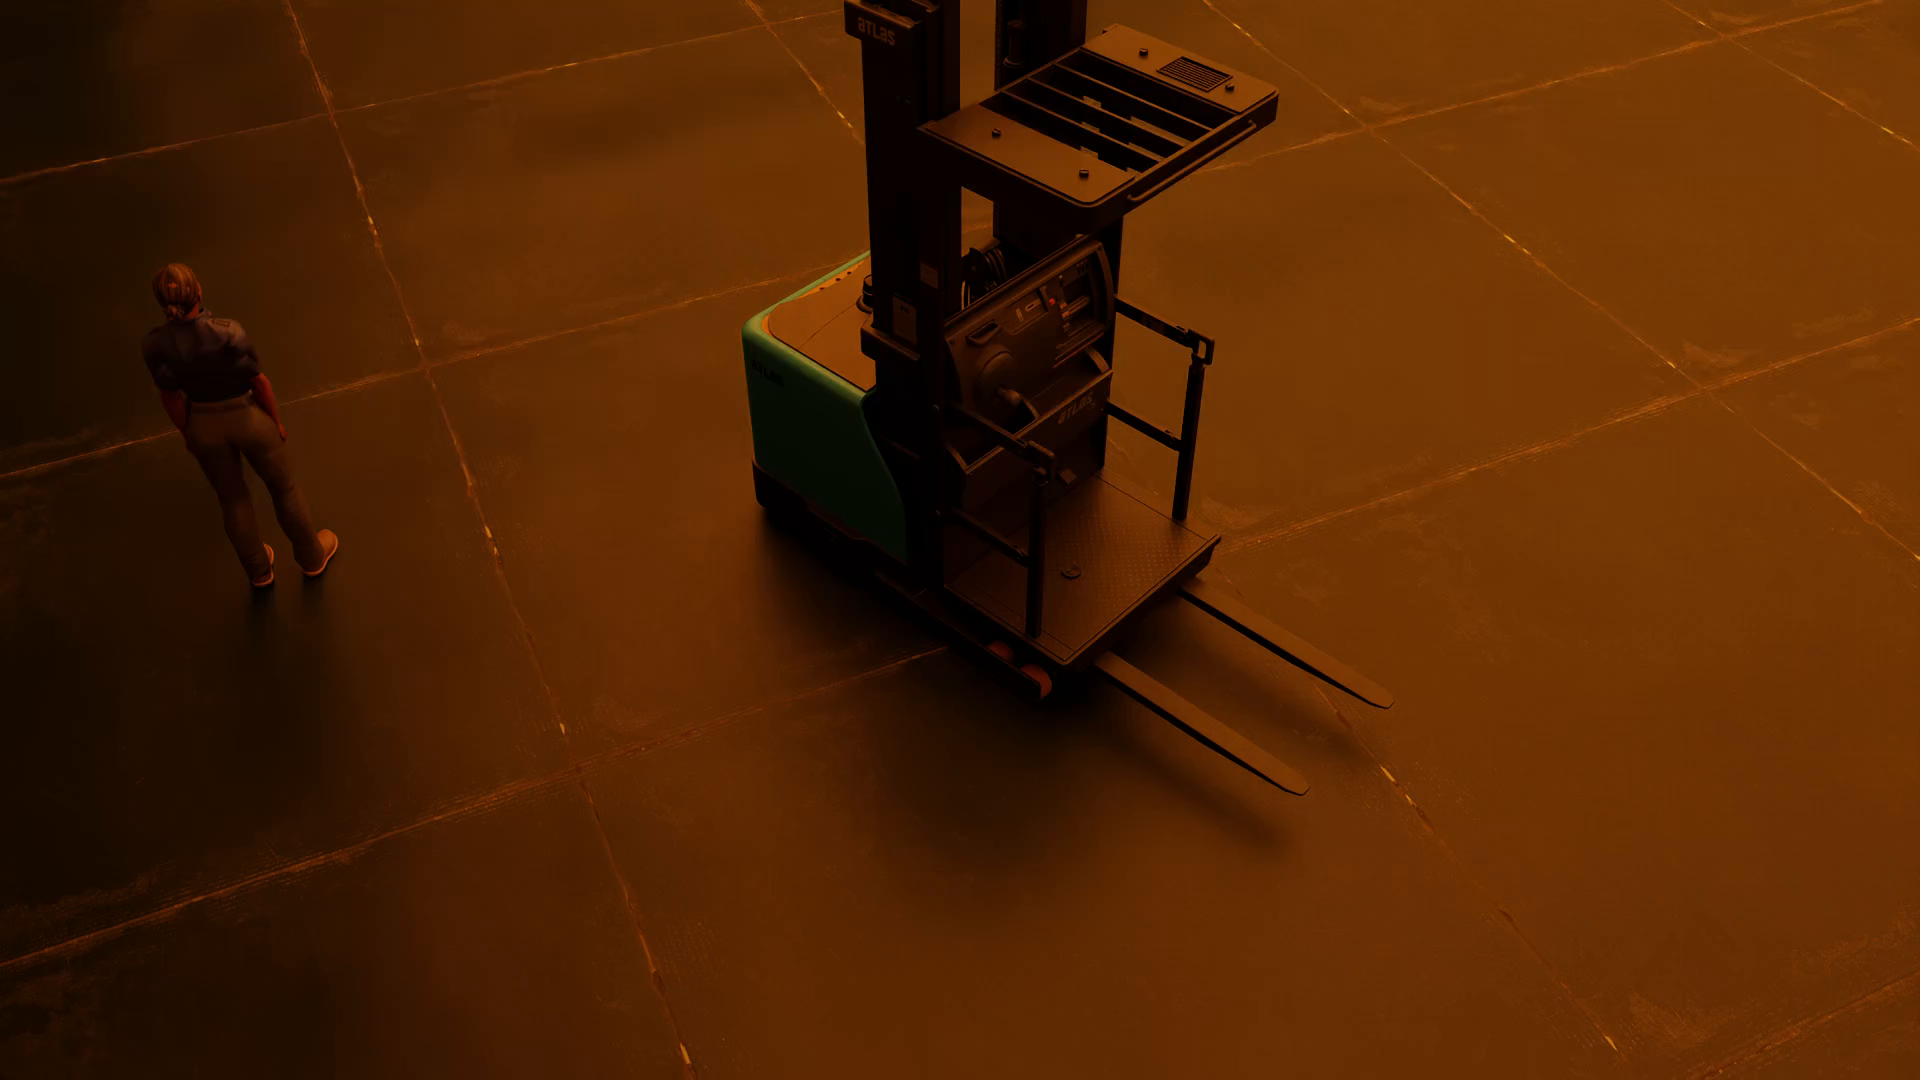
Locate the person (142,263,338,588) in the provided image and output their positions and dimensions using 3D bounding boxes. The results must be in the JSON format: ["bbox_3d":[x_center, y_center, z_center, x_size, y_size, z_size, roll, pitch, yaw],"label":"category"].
[{"bbox_3d":[-3.115,-0.490,7.141,0.447,1.661,0.328,-9,44,-10],"label":"person"}]

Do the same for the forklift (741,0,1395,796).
[{"bbox_3d":[0.445,-0.788,6.525,3.031,2.935,1.130,32,52,30],"label":"forklift"}]
